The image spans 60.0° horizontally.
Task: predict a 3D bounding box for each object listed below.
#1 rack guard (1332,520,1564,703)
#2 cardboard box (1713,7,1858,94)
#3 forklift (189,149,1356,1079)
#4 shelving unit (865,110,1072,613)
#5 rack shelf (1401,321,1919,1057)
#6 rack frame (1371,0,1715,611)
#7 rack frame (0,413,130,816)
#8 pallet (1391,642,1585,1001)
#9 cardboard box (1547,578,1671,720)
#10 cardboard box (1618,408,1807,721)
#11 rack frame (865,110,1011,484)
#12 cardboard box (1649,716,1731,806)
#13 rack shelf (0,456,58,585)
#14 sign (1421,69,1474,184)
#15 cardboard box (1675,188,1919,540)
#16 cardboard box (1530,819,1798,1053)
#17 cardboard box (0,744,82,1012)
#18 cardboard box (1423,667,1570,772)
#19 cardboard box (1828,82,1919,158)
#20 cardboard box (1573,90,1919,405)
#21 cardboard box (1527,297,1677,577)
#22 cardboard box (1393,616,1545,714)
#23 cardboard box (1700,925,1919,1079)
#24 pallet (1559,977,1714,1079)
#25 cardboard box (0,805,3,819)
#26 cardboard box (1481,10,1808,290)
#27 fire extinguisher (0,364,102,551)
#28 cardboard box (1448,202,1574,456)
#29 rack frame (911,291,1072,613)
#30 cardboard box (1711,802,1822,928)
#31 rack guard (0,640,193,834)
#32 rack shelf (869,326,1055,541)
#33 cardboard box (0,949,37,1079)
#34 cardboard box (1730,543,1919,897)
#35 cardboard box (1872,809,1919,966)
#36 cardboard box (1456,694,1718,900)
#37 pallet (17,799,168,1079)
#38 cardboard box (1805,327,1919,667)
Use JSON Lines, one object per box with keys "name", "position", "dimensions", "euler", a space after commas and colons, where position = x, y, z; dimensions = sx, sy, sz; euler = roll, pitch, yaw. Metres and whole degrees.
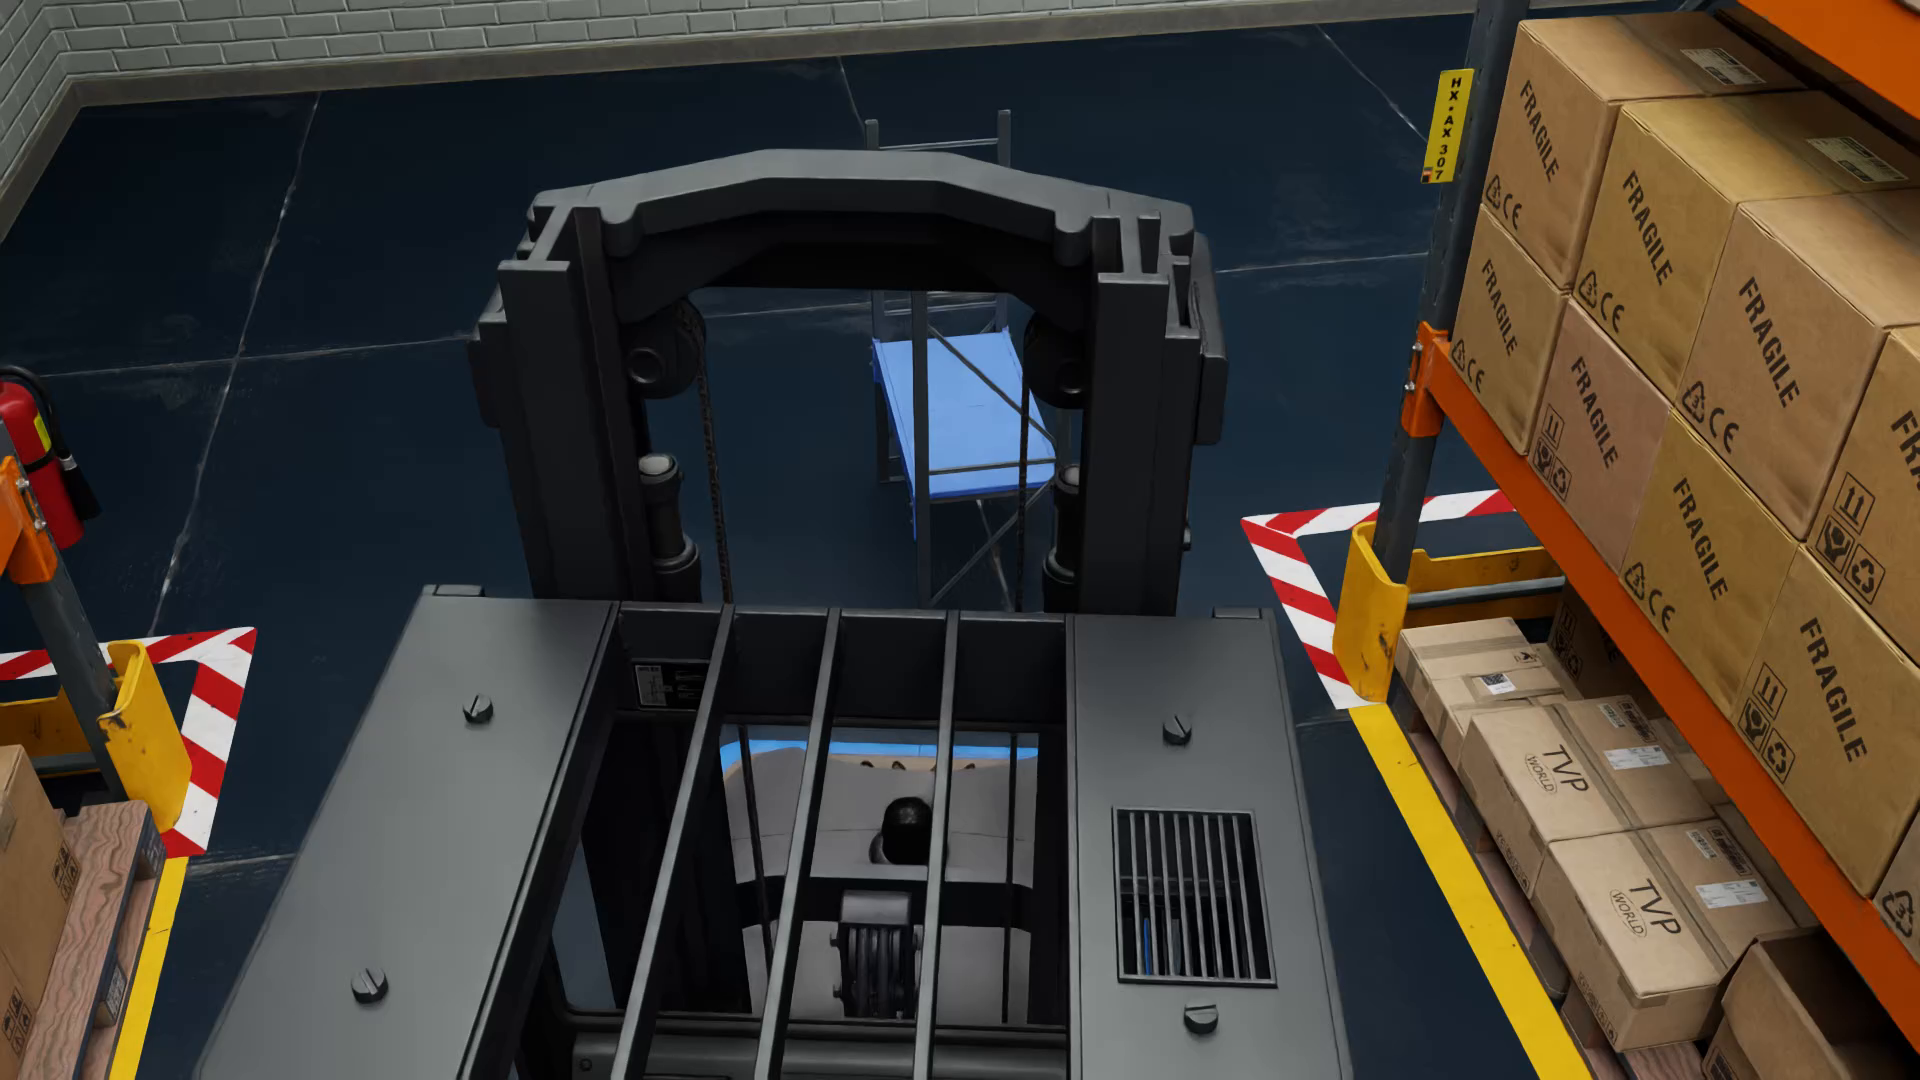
{"name": "rack guard", "position": [1.885, 0.186, 5.603], "dimensions": [1.175, 0.500, 0.348], "euler": [-6, 38, -8]}
{"name": "cardboard box", "position": [2.220, -1.042, 4.250], "dimensions": [0.500, 0.500, 0.500], "euler": [-7, 38, -8]}
{"name": "forklift", "position": [-0.158, 1.068, 2.487], "dimensions": [1.130, 2.935, 3.031], "euler": [2, 38, 2]}
{"name": "shelving unit", "position": [0.015, -0.541, 5.724], "dimensions": [0.538, 1.500, 1.048], "euler": [-6, 38, -8]}
{"name": "rack shelf", "position": [2.222, 0.645, 3.561], "dimensions": [1.077, 0.370, 4.000], "euler": [-6, 38, -8]}
{"name": "rack frame", "position": [1.871, -0.847, 4.896], "dimensions": [1.000, 3.000, 0.127], "euler": [-6, 38, -8]}
{"name": "rack frame", "position": [-3.005, -0.312, 4.207], "dimensions": [1.000, 3.000, 0.127], "euler": [-6, 38, -8]}
{"name": "pallet", "position": [2.025, 0.781, 5.072], "dimensions": [1.003, 0.211, 1.213], "euler": [-6, 38, -8]}
{"name": "cardboard box", "position": [2.209, 0.268, 5.139], "dimensions": [0.500, 0.500, 0.500], "euler": [-6, 38, -8]}
{"name": "cardboard box", "position": [1.870, 0.024, 3.692], "dimensions": [0.500, 0.500, 0.500], "euler": [-6, 38, -8]}
{"name": "rack frame", "position": [-0.074, -0.848, 6.119], "dimensions": [0.500, 1.500, 0.032], "euler": [-6, 38, -8]}
{"name": "cardboard box", "position": [2.192, 0.654, 4.914], "dimensions": [0.380, 0.166, 0.250], "euler": [-6, 38, -8]}
{"name": "rack shelf", "position": [-2.654, 1.180, 2.873], "dimensions": [1.077, 0.370, 4.000], "euler": [-6, 38, -8]}
{"name": "sign", "position": [1.337, -1.131, 4.555], "dimensions": [0.100, 0.325, 0.005], "euler": [-6, 38, -8]}
{"name": "cardboard box", "position": [1.872, -0.368, 3.382], "dimensions": [0.500, 0.500, 0.500], "euler": [-6, 38, -7]}
{"name": "cardboard box", "position": [1.863, 1.028, 4.365], "dimensions": [0.500, 0.250, 0.500], "euler": [-6, 38, -8]}
{"name": "cardboard box", "position": [-2.784, 0.921, 4.315], "dimensions": [0.700, 0.500, 0.500], "euler": [-6, 38, -8]}
{"name": "cardboard box", "position": [1.650, 0.539, 5.062], "dimensions": [0.380, 0.166, 0.250], "euler": [-6, 38, -8]}
{"name": "cardboard box", "position": [2.310, -0.737, 3.858], "dimensions": [0.500, 0.500, 0.500], "euler": [-5, 38, -7]}
{"name": "cardboard box", "position": [1.789, -0.670, 3.771], "dimensions": [0.500, 0.500, 0.500], "euler": [-6, 38, -7]}
{"name": "cardboard box", "position": [1.785, -0.279, 4.083], "dimensions": [0.500, 0.500, 0.500], "euler": [-7, 38, -8]}
{"name": "cardboard box", "position": [1.606, 0.395, 5.262], "dimensions": [0.380, 0.149, 0.250], "euler": [-6, 38, -8]}
{"name": "cardboard box", "position": [2.238, 1.247, 3.877], "dimensions": [0.797, 0.503, 0.637], "euler": [-6, 38, -8]}
{"name": "pallet", "position": [2.236, 1.517, 4.126], "dimensions": [1.003, 0.211, 1.213], "euler": [-6, 38, -8]}
{"name": "cardboard box", "position": [-2.582, 0.723, 4.041], "dimensions": [0.380, 0.149, 0.250], "euler": [-7, 38, -8]}
{"name": "cardboard box", "position": [1.690, -0.985, 4.177], "dimensions": [0.500, 0.500, 0.500], "euler": [-5, 38, -7]}
{"name": "fire extinguisher", "position": [-2.577, -0.275, 4.526], "dimensions": [0.296, 0.674, 0.183], "euler": [-6, 38, -8]}
{"name": "cardboard box", "position": [1.690, -0.590, 4.483], "dimensions": [0.500, 0.500, 0.500], "euler": [-5, 38, -7]}
{"name": "rack frame", "position": [0.104, -0.234, 5.328], "dimensions": [0.500, 1.500, 0.032], "euler": [-6, 38, -8]}
{"name": "cardboard box", "position": [2.346, 0.944, 4.473], "dimensions": [0.500, 0.250, 0.500], "euler": [-6, 38, -8]}
{"name": "rack guard", "position": [-3.009, 0.660, 4.992], "dimensions": [1.175, 0.500, 0.348], "euler": [-6, 38, -8]}
{"name": "rack shelf", "position": [0.015, -0.399, 5.834], "dimensions": [0.538, 0.185, 1.000], "euler": [-6, 38, -8]}
{"name": "cardboard box", "position": [-2.696, 1.223, 3.926], "dimensions": [0.700, 0.500, 0.500], "euler": [-6, 38, -8]}
{"name": "cardboard box", "position": [1.956, 0.326, 3.304], "dimensions": [0.500, 0.500, 0.500], "euler": [-6, 38, -7]}
{"name": "cardboard box", "position": [2.048, 0.634, 2.908], "dimensions": [0.500, 0.500, 0.500], "euler": [-5, 38, -7]}
{"name": "cardboard box", "position": [1.775, 0.726, 4.753], "dimensions": [0.500, 0.250, 0.500], "euler": [-6, 38, -8]}
{"name": "pallet", "position": [-2.788, 1.264, 4.452], "dimensions": [1.003, 0.211, 1.213], "euler": [-6, 38, -8]}
{"name": "cardboard box", "position": [1.962, -0.061, 2.987], "dimensions": [0.500, 0.500, 0.500], "euler": [-7, 38, -8]}
